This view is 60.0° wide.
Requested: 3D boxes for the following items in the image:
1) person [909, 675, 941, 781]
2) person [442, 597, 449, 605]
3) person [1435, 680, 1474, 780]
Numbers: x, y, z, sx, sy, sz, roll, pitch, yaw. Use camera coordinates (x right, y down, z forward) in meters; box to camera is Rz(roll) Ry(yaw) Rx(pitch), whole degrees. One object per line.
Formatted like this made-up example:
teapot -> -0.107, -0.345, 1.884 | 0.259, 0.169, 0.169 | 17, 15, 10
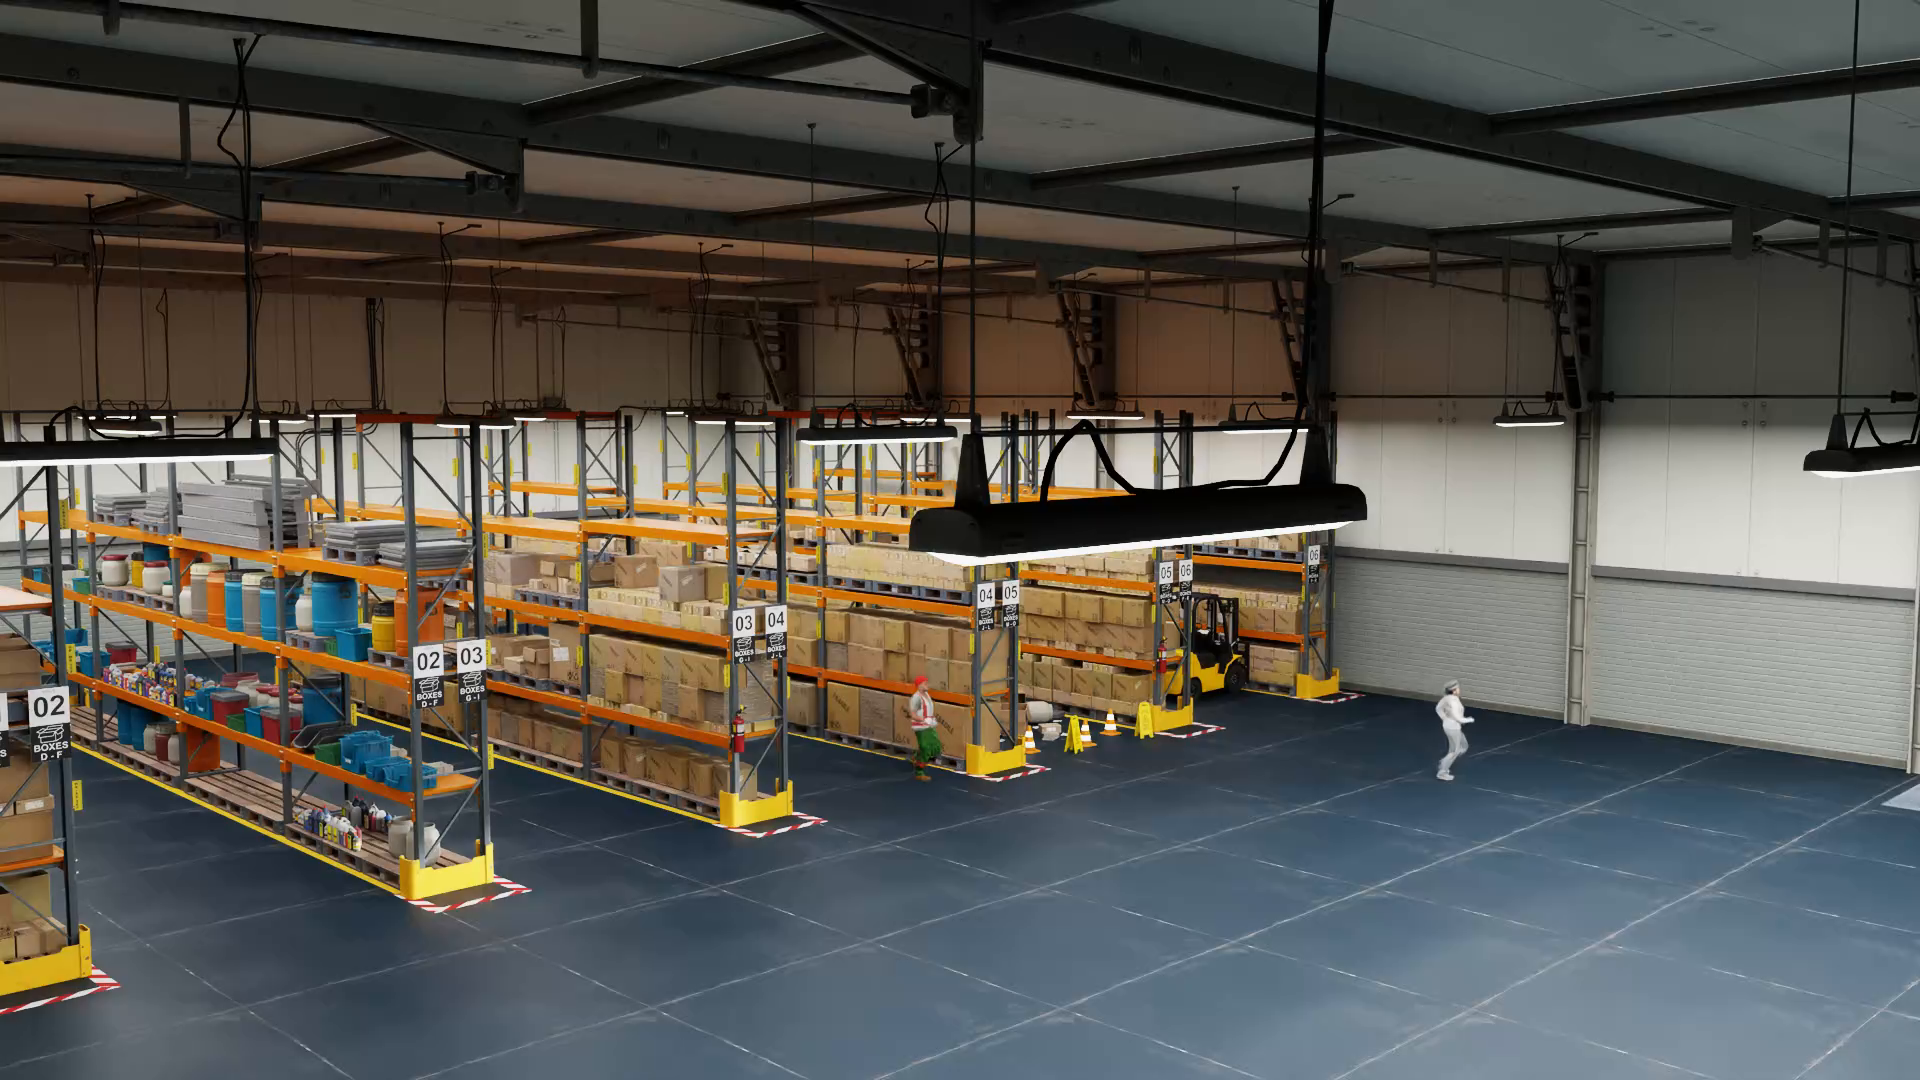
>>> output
person -> -0.590, 3.091, 27.350 | 0.593, 1.740, 0.655 | 2, 5, 25
person -> -12.271, 2.100, 39.337 | 0.894, 1.636, 0.662 | 3, 6, 30
person -> 8.164, 3.119, 27.411 | 0.579, 1.654, 0.595 | 0, 5, 4
